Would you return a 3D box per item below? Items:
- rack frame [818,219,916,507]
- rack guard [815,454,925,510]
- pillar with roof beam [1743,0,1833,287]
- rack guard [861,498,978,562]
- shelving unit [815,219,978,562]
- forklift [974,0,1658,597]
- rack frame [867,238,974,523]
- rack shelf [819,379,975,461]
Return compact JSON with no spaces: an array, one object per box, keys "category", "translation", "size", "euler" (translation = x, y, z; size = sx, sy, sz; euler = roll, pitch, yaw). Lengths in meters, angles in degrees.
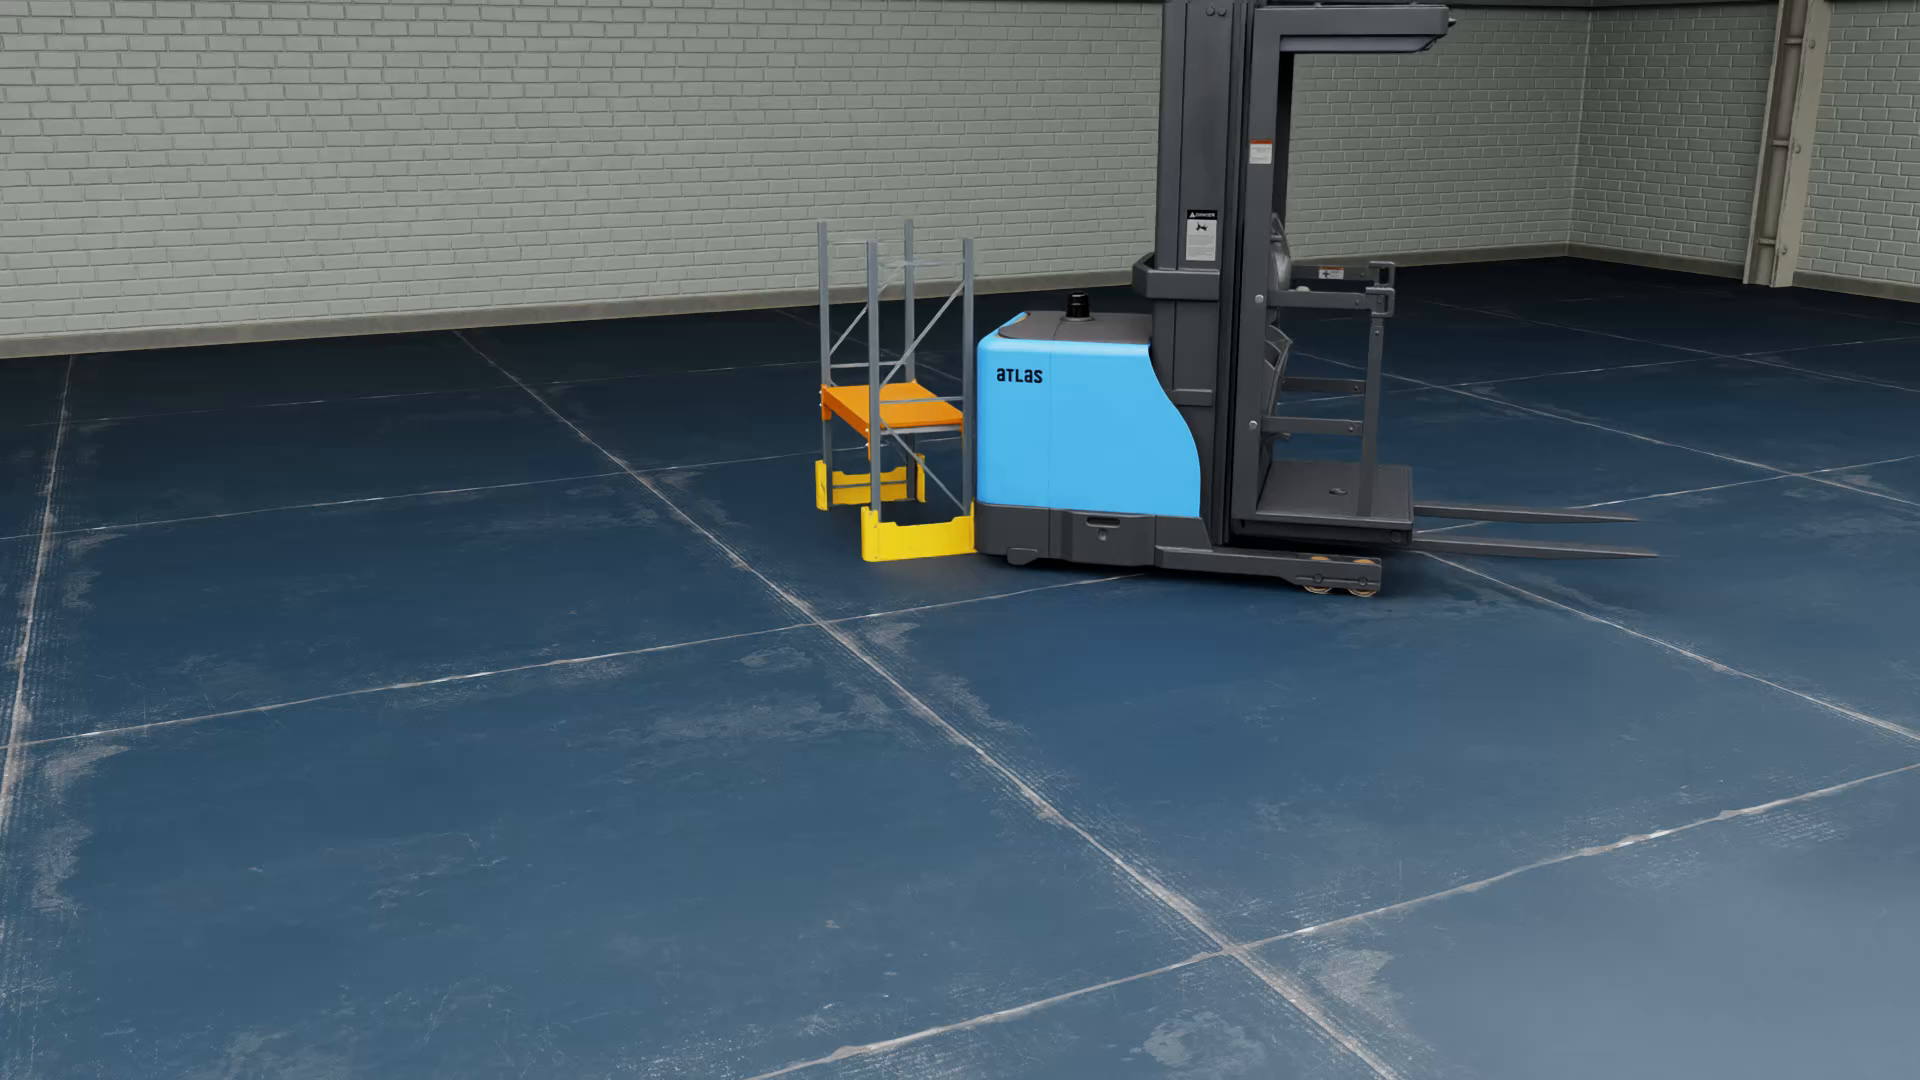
[{"category":"rack frame","translation":[-0.483,-0.919,8.734],"size":[0.500,1.500,0.032],"euler":[-5,17,-17]},{"category":"rack guard","translation":[-0.477,-0.313,8.888],"size":[0.587,0.250,0.087],"euler":[-5,17,-17]},{"category":"pillar with roof beam","translation":[4.760,-6.535,14.708],"size":[9.100,9.000,0.400],"euler":[-8,18,-25]},{"category":"rack guard","translation":[-0.180,-0.051,7.974],"size":[0.587,0.250,0.087],"euler":[-5,17,-17]},{"category":"shelving unit","translation":[-0.328,-0.783,8.259],"size":[0.587,1.500,1.083],"euler":[-5,17,-17]},{"category":"forklift","translation":[1.640,-1.318,7.529],"size":[3.031,2.935,1.130],"euler":[4,16,14]},{"category":"rack frame","translation":[-0.180,-0.651,7.801],"size":[0.500,1.500,0.032],"euler":[-5,17,-17]},{"category":"rack shelf","translation":[-0.331,-0.612,8.317],"size":[0.538,0.185,1.000],"euler":[-5,17,-17]}]
